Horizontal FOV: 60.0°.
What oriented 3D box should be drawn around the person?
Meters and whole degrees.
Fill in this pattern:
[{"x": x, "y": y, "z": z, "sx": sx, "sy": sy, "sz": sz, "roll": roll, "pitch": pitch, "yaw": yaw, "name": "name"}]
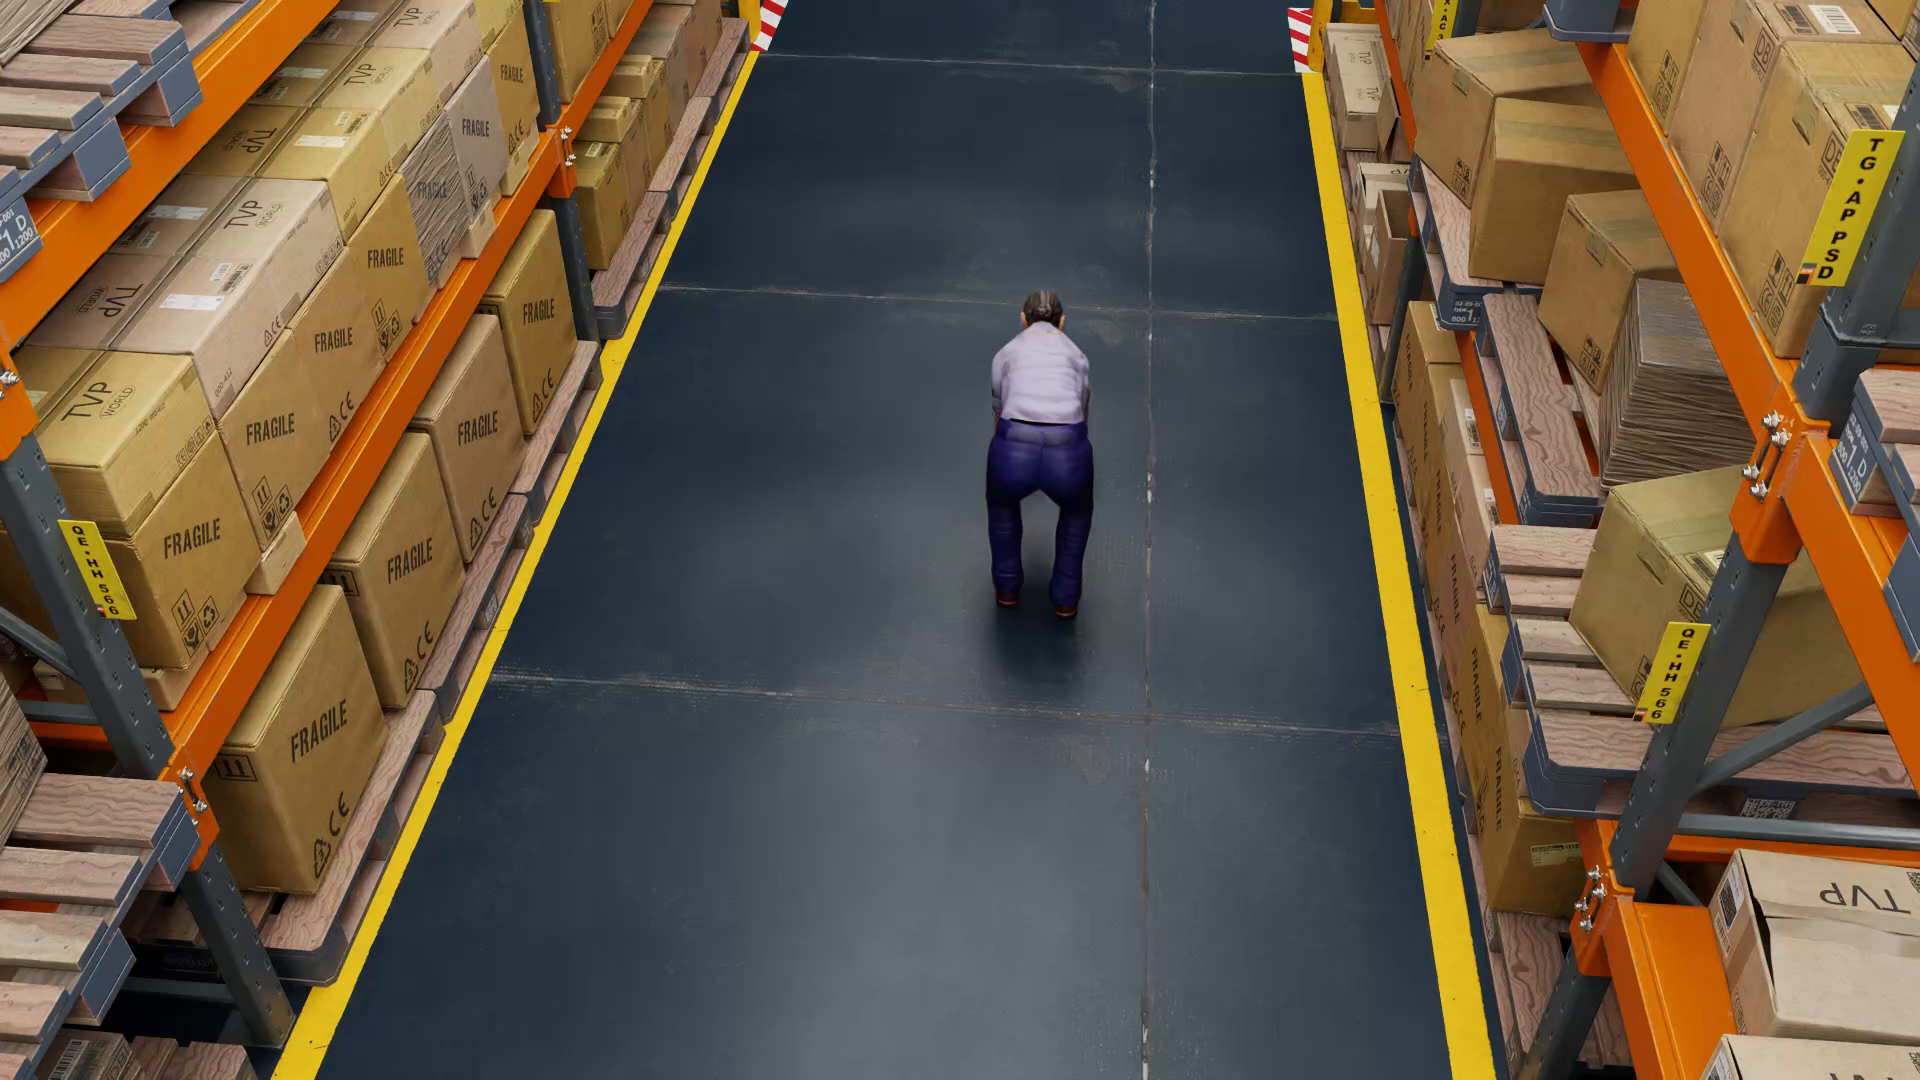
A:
[{"x": 0.338, "y": -0.335, "z": 6.916, "sx": 0.451, "sy": 1.199, "sz": 0.874, "roll": 2, "pitch": 40, "yaw": 3, "name": "person"}]
